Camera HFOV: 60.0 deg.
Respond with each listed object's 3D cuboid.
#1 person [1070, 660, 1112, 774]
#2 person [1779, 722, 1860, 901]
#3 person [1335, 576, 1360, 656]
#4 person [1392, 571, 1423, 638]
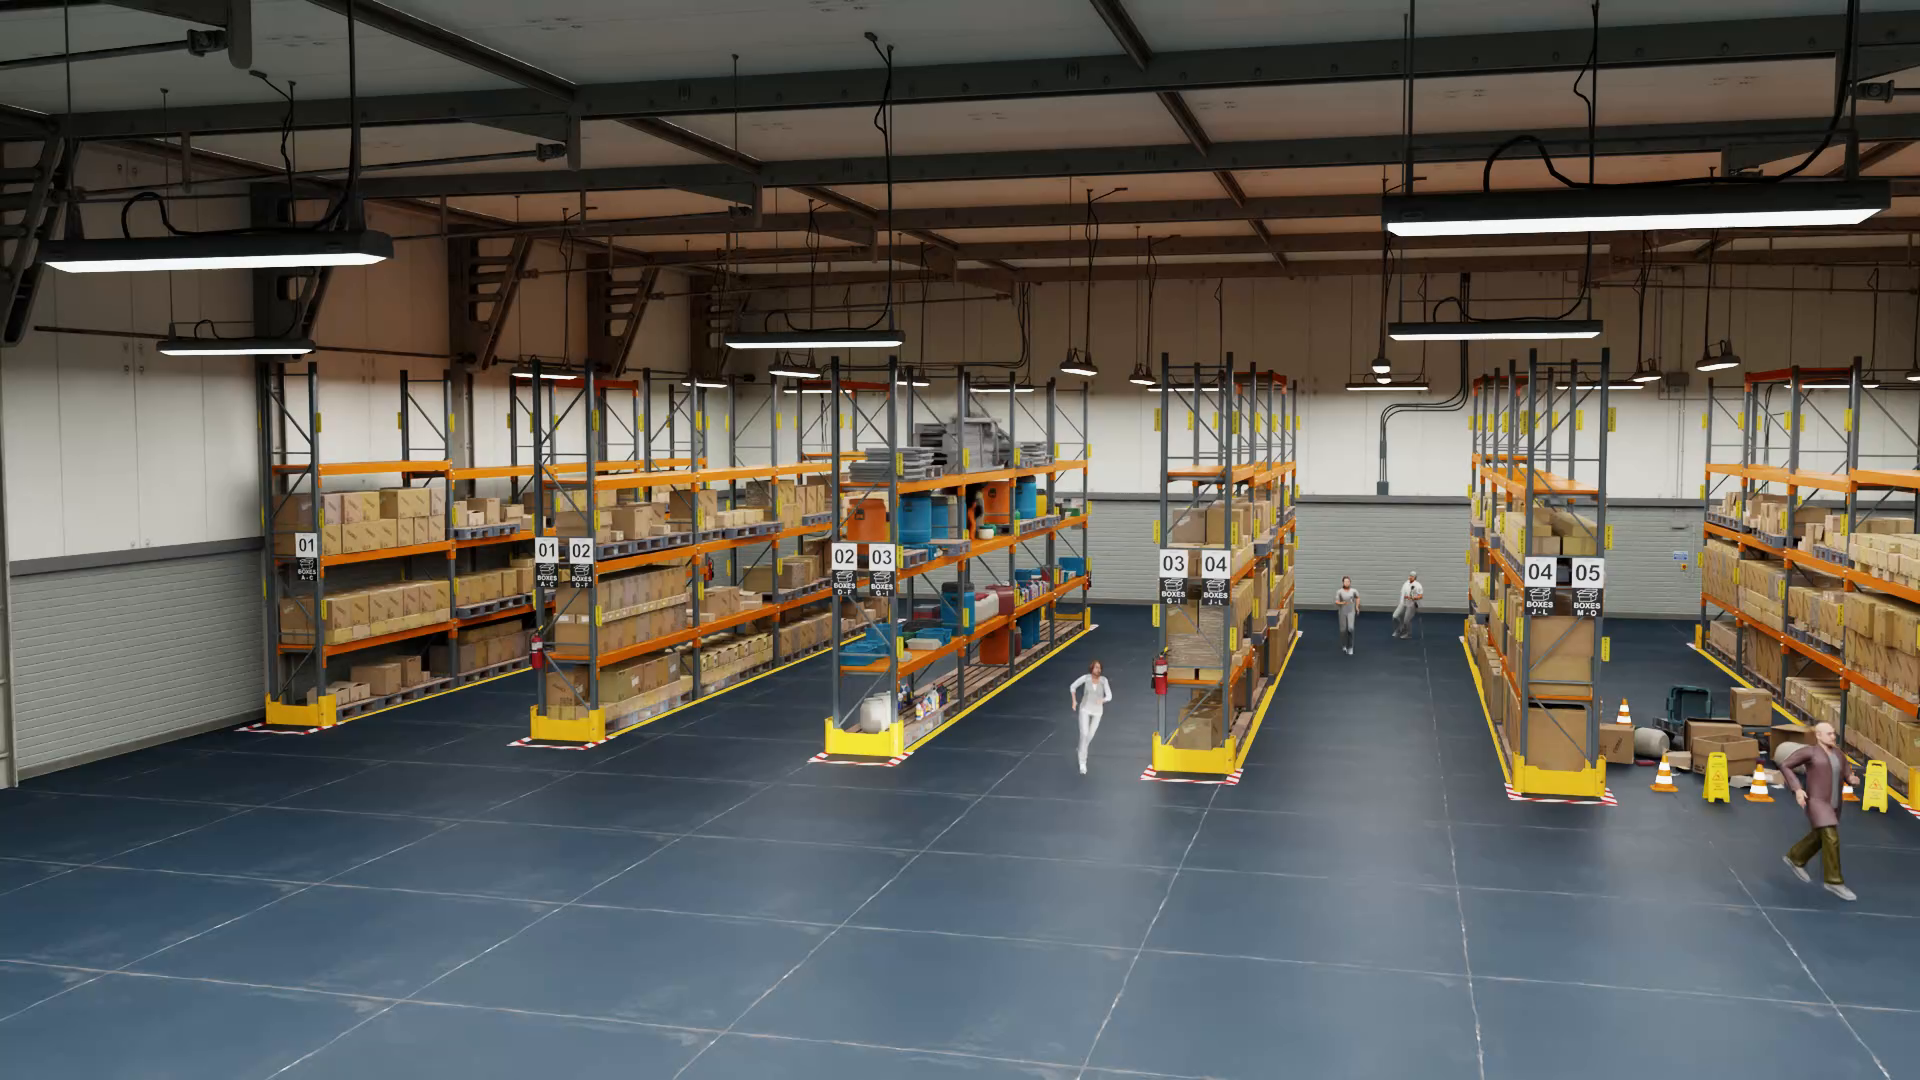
[{"bbox_3d":[1.902,2.536,24.111,0.578,1.590,0.830,-1,4,-7],"label":"person"},{"bbox_3d":[9.195,2.834,17.730,0.694,1.787,0.995,-2,4,-24],"label":"person"},{"bbox_3d":[8.374,1.638,35.975,0.526,1.697,0.721,1,4,14],"label":"person"},{"bbox_3d":[10.348,1.502,38.398,0.612,1.592,0.727,-4,5,-41],"label":"person"}]
